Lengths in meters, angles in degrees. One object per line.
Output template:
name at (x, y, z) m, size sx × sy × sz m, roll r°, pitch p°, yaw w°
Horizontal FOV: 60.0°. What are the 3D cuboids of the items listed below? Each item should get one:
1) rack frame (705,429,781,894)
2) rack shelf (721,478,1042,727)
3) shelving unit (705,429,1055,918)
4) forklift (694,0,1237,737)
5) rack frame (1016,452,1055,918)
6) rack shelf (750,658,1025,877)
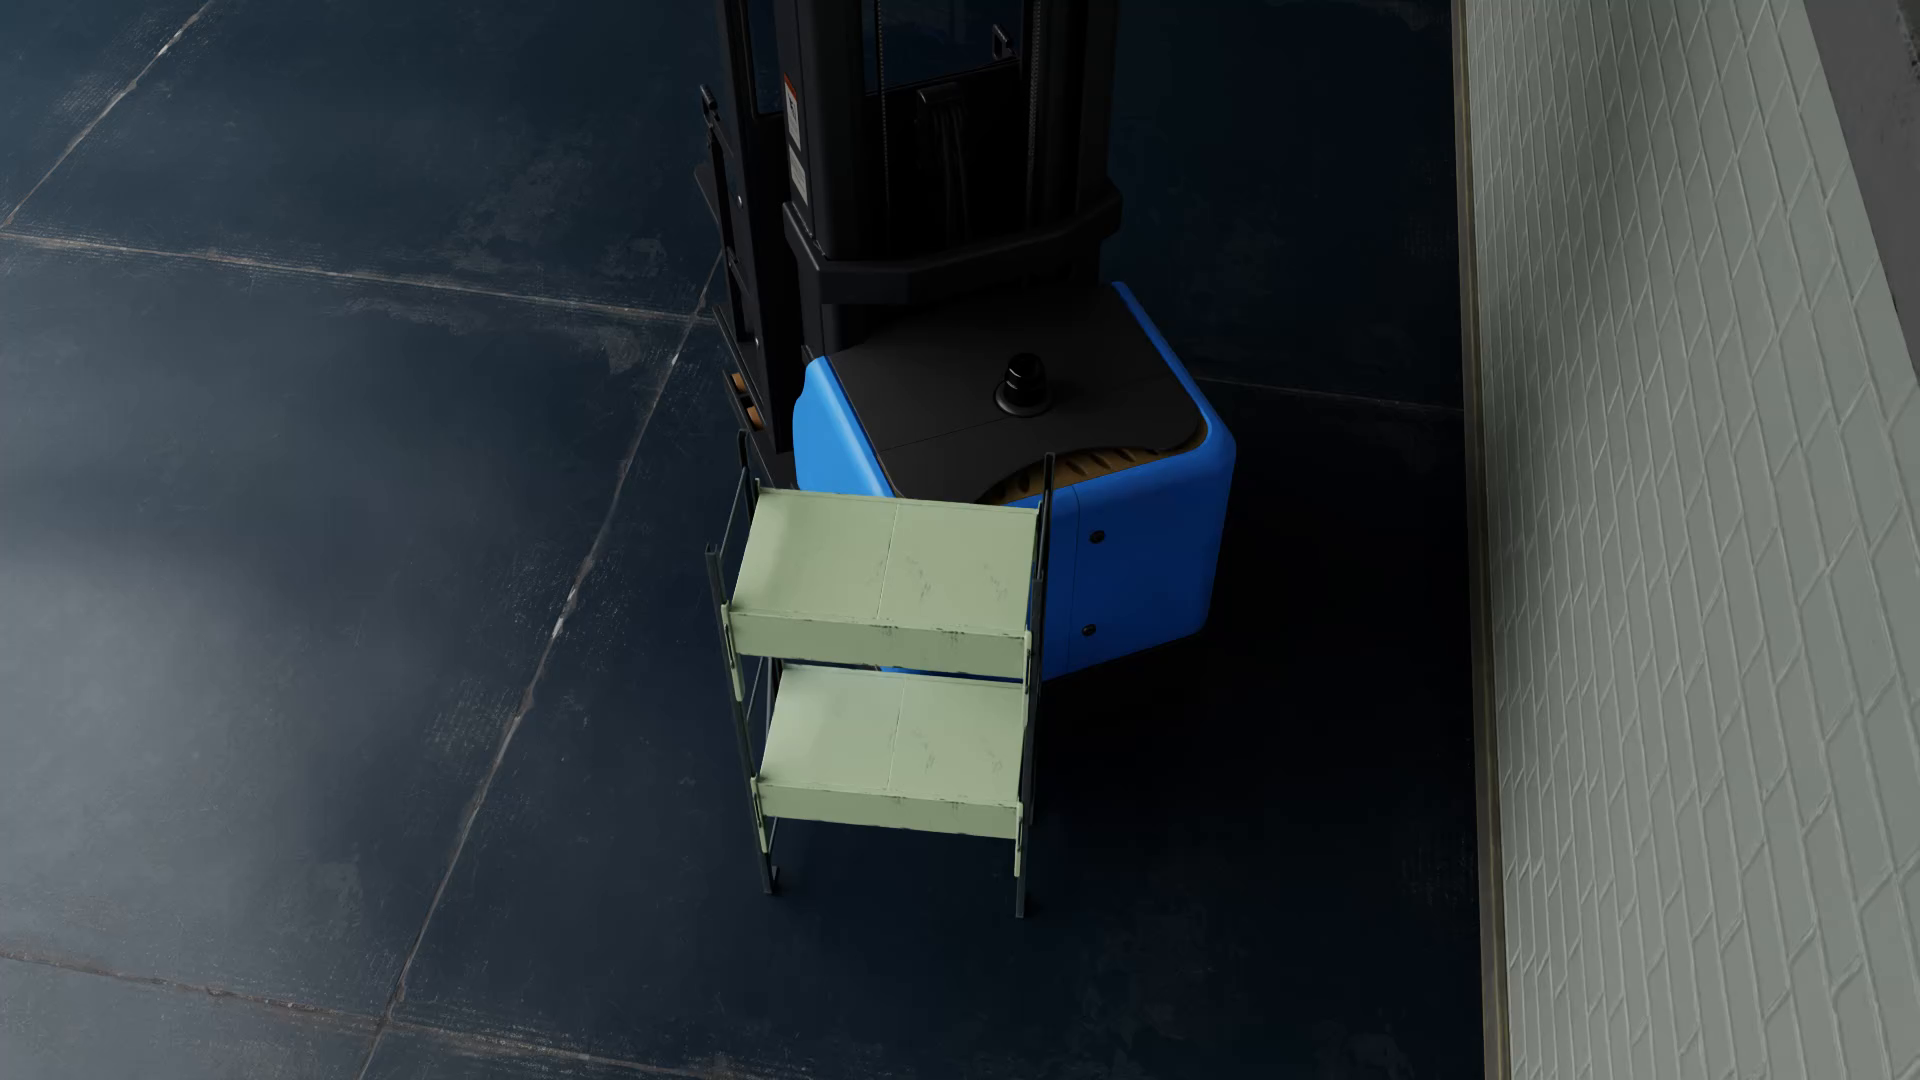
rack frame at (-0.536, 0.381, 4.397) m, size 0.023 × 1.500 × 0.400 m, roll 5°, pitch 49°, yaw 4°
rack shelf at (-0.172, 0.151, 4.079) m, size 0.720 × 0.370 × 0.431 m, roll 5°, pitch 49°, yaw 4°
shelving unit at (-0.172, 0.410, 4.371) m, size 0.755 × 1.500 × 0.431 m, roll 5°, pitch 49°, yaw 4°
forklift at (-0.226, -1.411, 5.048) m, size 1.130 × 2.935 × 3.031 m, roll -16°, pitch 50°, yaw -14°
rack frame at (0.192, 0.439, 4.345) m, size 0.023 × 1.500 × 0.400 m, roll 5°, pitch 49°, yaw 4°
rack shelf at (-0.172, 0.626, 4.615) m, size 0.720 × 0.370 × 0.431 m, roll 5°, pitch 49°, yaw 4°
